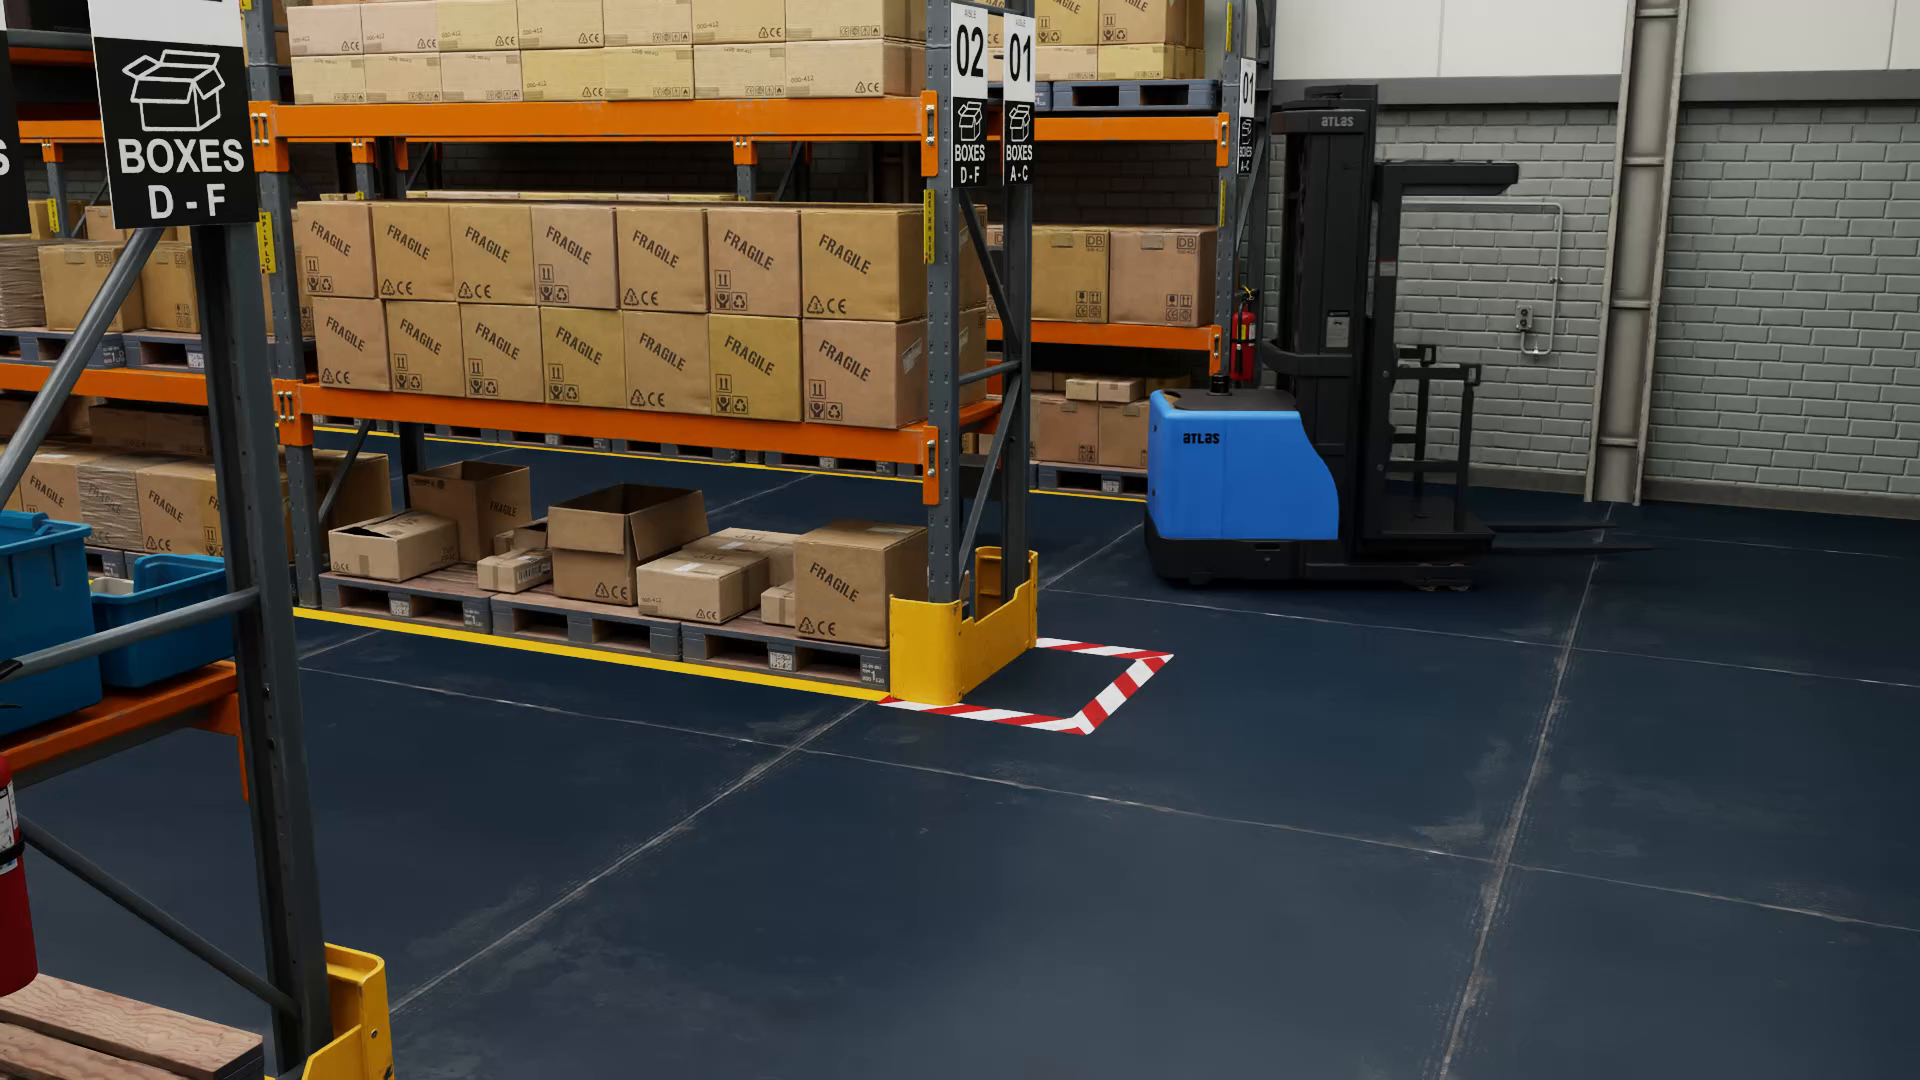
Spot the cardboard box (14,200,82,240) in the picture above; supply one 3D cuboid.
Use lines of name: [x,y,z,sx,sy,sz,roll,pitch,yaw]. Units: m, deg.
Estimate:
cardboard box: [-9.420,-3.224,17.072,0.500,0.500,0.500,6,14,23]

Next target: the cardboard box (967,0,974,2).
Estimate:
cardboard box: [-0.258,-2.530,8.141,0.500,0.250,0.500,6,14,23]

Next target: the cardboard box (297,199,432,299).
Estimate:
cardboard box: [-3.234,-1.601,9.104,0.500,0.500,0.500,6,15,25]

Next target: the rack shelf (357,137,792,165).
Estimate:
rack shelf: [-3.377,-3.498,14.605,4.000,0.370,1.077,6,14,23]

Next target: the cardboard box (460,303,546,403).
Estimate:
cardboard box: [-2.270,-1.019,8.813,0.500,0.500,0.500,6,14,23]

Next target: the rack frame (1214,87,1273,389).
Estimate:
rack frame: [2.109,-1.833,12.500,0.127,3.000,1.000,6,14,23]

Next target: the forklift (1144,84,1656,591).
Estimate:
forklift: [2.712,-1.242,10.134,3.031,2.935,1.130,0,13,1]

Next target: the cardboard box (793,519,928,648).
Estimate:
cardboard box: [-0.491,0.206,8.319,0.500,0.500,0.500,6,14,23]

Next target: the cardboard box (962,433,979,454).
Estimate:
cardboard box: [0.020,-1.005,13.523,0.500,0.500,0.700,6,15,25]

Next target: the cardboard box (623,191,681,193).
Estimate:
cardboard box: [-2.805,-2.961,14.751,0.500,0.250,0.500,5,14,21]

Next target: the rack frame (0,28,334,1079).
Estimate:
rack frame: [-1.905,0.237,3.678,0.053,2.616,0.949,6,14,23]

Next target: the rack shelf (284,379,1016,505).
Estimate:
rack shelf: [-1.723,-0.633,8.960,4.000,0.370,1.077,6,14,23]

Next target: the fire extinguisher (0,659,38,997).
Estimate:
fire extinguisher: [-1.950,0.564,3.269,0.183,0.674,0.296,6,14,23]

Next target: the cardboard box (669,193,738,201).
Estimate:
cardboard box: [-2.079,-2.761,13.900,0.500,0.250,0.500,6,15,25]

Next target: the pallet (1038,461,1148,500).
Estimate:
pallet: [1.346,-0.533,13.064,1.213,0.211,1.003,6,14,23]

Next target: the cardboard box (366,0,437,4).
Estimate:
cardboard box: [-2.691,-3.051,8.717,0.500,0.500,0.700,6,14,23]

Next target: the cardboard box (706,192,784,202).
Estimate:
cardboard box: [-1.863,-2.868,14.357,0.500,0.250,0.500,6,15,25]

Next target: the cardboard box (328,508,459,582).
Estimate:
cardboard box: [-3.255,0.011,9.565,0.500,0.311,0.500,6,14,23]

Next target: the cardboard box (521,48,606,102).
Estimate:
cardboard box: [-1.836,-2.319,8.335,0.500,0.250,0.500,6,14,23]

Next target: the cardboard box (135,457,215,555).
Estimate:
cardboard box: [-4.567,-0.199,10.044,0.500,0.500,0.500,6,14,23]

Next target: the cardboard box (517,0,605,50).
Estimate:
cardboard box: [-1.840,-2.561,8.271,0.500,0.250,0.500,6,14,23]

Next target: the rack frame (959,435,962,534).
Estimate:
rack frame: [-0.072,-1.029,11.046,0.015,2.100,0.400,6,14,23]

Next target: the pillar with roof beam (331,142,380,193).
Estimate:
pillar with roof beam: [-7.787,-4.896,12.420,0.400,9.000,9.100,6,14,23]

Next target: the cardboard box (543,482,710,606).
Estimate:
cardboard box: [-1.831,0.006,9.165,0.637,0.503,0.797,6,14,23]

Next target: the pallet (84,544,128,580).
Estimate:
pallet: [-5.430,0.010,10.752,1.213,0.211,1.003,6,14,23]

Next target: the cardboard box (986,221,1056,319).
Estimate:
cardboard box: [0.276,-2.161,13.244,0.700,0.700,0.980,5,14,21]

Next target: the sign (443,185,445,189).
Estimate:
sign: [-4.984,-3.253,16.018,0.005,0.325,0.100,6,14,23]

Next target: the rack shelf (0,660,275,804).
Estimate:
rack shelf: [-3.732,0.402,4.552,4.000,0.370,1.077,6,14,23]

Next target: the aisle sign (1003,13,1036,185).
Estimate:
aisle sign: [0.287,-2.119,8.027,0.004,0.787,0.394,6,14,23]

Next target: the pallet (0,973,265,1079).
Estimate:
pallet: [-2.642,1.510,4.360,1.213,0.211,1.003,6,14,23]

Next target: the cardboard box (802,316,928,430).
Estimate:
cardboard box: [-0.414,-0.831,8.012,0.500,0.500,0.500,6,15,25]

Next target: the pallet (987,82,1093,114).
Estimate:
pallet: [0.307,-3.429,12.930,1.213,0.211,1.003,6,14,23]

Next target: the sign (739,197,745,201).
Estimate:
sign: [-1.759,-2.614,13.467,0.005,0.325,0.100,6,14,23]

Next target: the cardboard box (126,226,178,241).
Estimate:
cardboard box: [-7.903,-3.099,16.712,0.500,0.500,0.700,7,15,29]

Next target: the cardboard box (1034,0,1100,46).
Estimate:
cardboard box: [0.876,-3.898,12.282,0.500,0.500,0.500,6,15,25]

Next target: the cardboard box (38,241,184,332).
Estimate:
cardboard box: [-5.192,-1.572,10.249,0.500,0.500,0.700,2,13,9]

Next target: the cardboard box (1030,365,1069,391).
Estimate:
cardboard box: [0.699,-1.304,13.377,0.250,0.149,0.380,6,14,24]

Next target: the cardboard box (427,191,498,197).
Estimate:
cardboard box: [-4.403,-2.996,14.901,0.500,0.250,0.500,6,14,22]

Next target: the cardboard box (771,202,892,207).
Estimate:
cardboard box: [-0.674,-1.476,8.572,0.500,0.500,0.500,6,14,24]

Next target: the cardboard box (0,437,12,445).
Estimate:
cardboard box: [-6.427,-0.386,10.844,0.500,0.500,0.500,5,14,21]

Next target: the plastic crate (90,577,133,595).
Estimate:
plastic crate: [-2.256,0.197,4.295,0.298,0.136,0.250,6,14,23]

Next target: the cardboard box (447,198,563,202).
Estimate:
cardboard box: [-2.515,-1.664,9.372,0.500,0.500,0.500,5,14,22]

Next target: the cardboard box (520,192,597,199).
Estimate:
cardboard box: [-3.475,-2.905,14.512,0.500,0.250,0.500,5,14,22]

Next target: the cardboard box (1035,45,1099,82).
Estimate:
cardboard box: [0.856,-3.534,12.372,0.500,0.250,0.500,5,14,21]

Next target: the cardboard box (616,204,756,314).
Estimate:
cardboard box: [-1.351,-1.411,8.293,0.500,0.500,0.500,6,15,25]

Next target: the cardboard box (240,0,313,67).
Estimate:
cardboard box: [-3.982,-2.992,9.517,0.600,0.600,0.600,4,14,18]

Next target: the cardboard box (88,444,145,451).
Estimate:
cardboard box: [-5.303,-0.403,10.913,0.500,0.500,0.500,5,14,21]

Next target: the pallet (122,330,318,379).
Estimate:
pallet: [-4.238,-1.171,10.101,1.213,0.211,1.003,6,14,23]

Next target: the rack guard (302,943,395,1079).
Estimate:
rack guard: [-1.877,1.453,3.969,0.348,0.500,1.175,6,14,23]

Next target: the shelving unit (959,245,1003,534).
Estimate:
shelving unit: [0.151,-1.007,10.950,0.503,2.100,0.431,6,14,23]
